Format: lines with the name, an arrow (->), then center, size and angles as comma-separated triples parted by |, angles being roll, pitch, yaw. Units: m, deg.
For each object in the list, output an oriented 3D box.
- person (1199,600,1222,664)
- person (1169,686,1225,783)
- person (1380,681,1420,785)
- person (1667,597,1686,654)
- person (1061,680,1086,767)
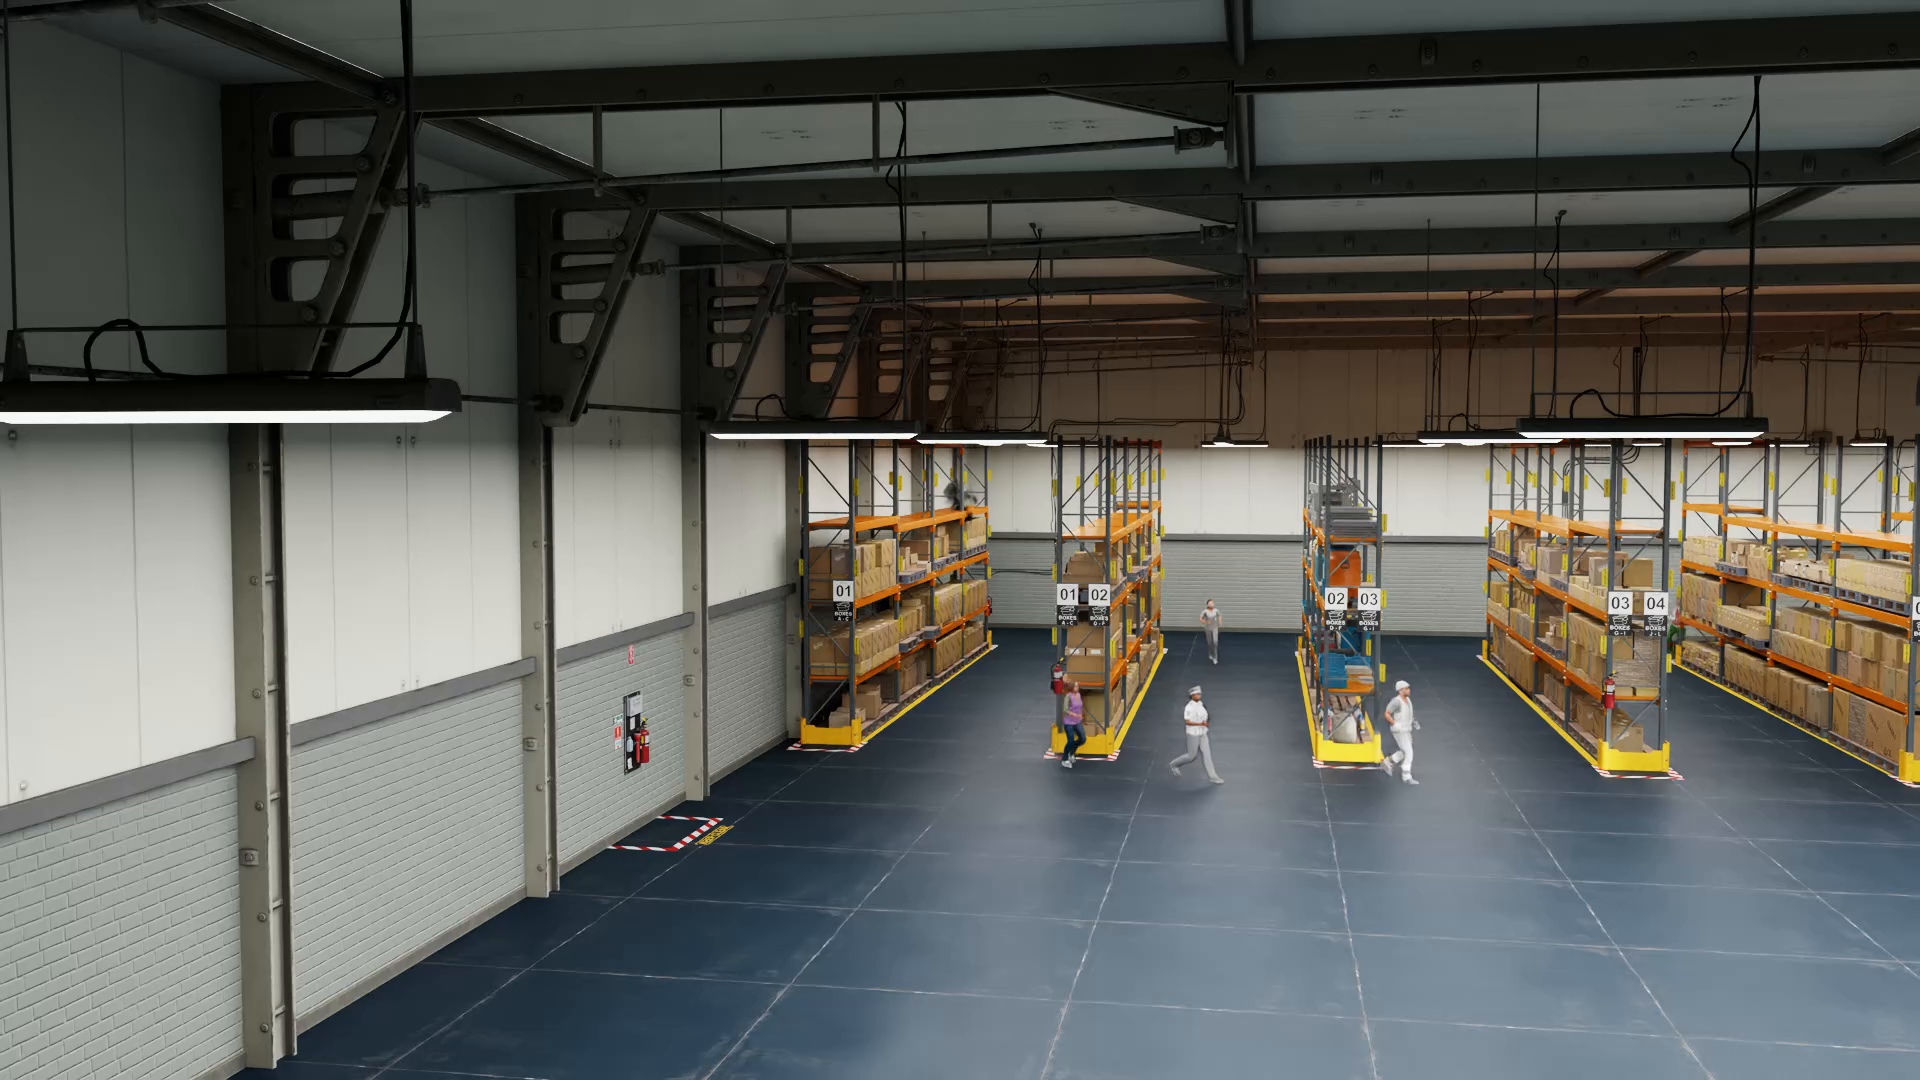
person -> 6.771, 2.463, 44.935 | 0.603, 1.718, 0.836 | 0, 3, -2
person -> 4.076, 3.311, 28.471 | 1.044, 1.640, 0.584 | 3, 4, 43
person -> 7.547, 3.291, 28.574 | 0.760, 1.762, 0.683 | 3, 4, 41
person -> 19.742, 2.385, 45.653 | 0.719, 1.799, 0.665 | 0, 3, -5
person -> 2.084, 3.314, 30.017 | 0.572, 1.570, 0.585 | -3, 4, -42
